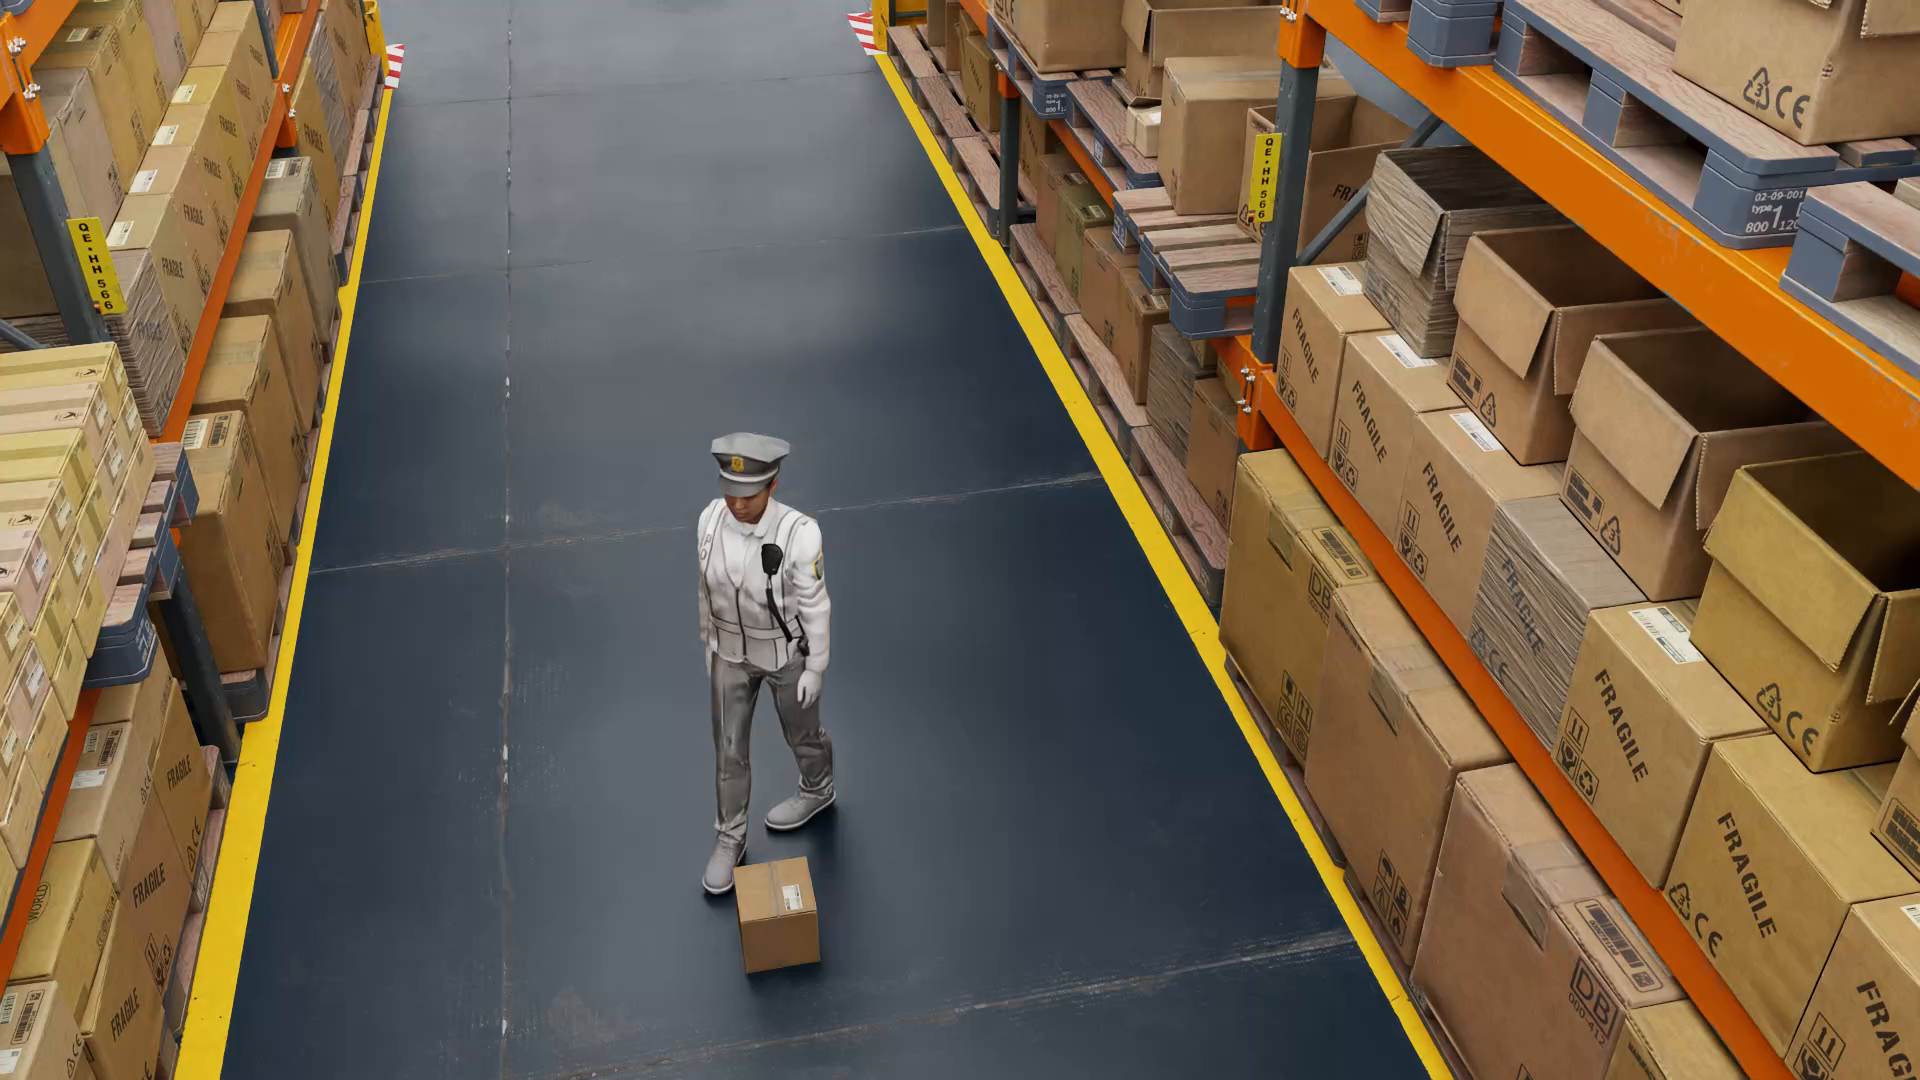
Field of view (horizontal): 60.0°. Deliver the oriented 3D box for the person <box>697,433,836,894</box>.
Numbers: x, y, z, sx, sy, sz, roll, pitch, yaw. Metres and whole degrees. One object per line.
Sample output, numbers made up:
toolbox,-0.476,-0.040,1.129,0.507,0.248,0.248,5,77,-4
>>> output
person,-0.682,0.414,5.517,0.475,1.670,0.616,11,36,15
